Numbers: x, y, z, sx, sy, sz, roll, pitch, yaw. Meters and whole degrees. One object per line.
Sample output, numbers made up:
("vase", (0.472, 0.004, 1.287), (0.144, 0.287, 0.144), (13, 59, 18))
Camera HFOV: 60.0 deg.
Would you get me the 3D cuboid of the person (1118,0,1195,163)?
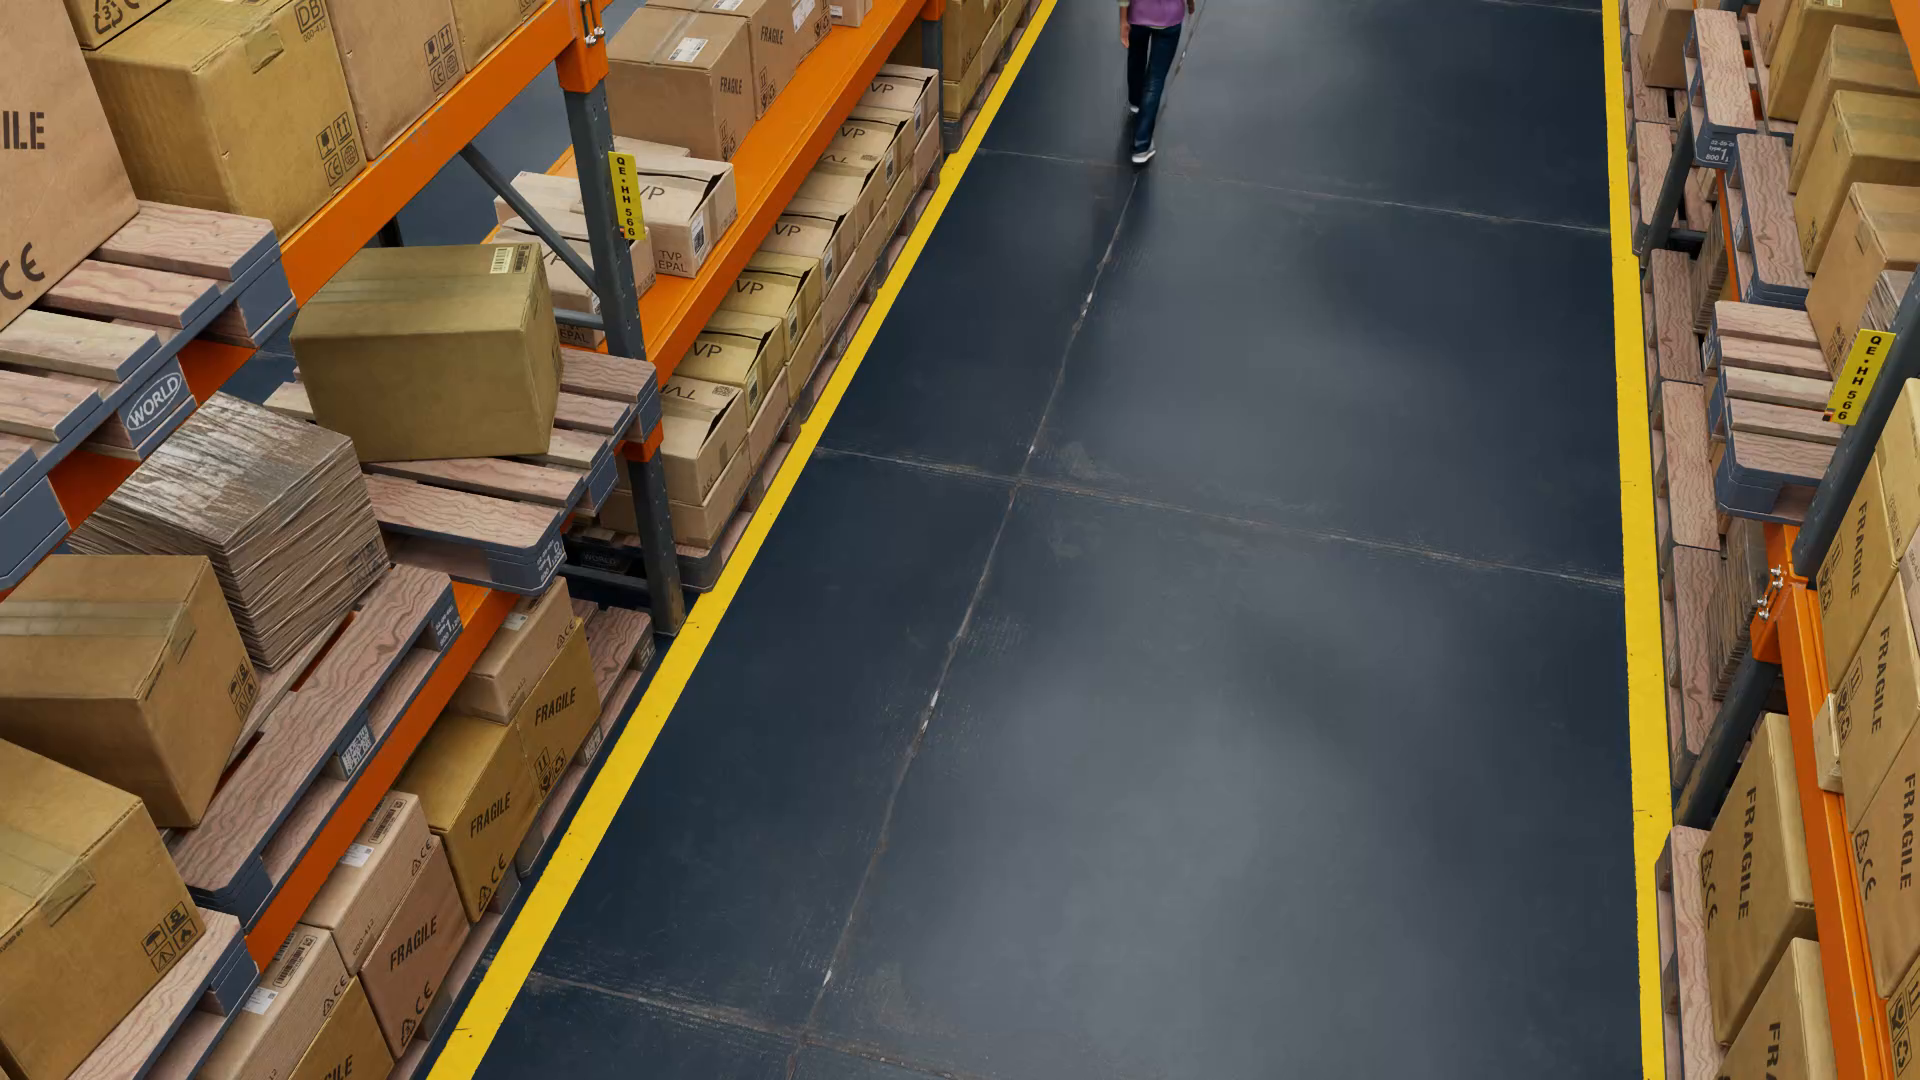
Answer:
("person", (1.143, -3.056, 9.591), (0.428, 1.547, 0.908), (11, 43, 12))
